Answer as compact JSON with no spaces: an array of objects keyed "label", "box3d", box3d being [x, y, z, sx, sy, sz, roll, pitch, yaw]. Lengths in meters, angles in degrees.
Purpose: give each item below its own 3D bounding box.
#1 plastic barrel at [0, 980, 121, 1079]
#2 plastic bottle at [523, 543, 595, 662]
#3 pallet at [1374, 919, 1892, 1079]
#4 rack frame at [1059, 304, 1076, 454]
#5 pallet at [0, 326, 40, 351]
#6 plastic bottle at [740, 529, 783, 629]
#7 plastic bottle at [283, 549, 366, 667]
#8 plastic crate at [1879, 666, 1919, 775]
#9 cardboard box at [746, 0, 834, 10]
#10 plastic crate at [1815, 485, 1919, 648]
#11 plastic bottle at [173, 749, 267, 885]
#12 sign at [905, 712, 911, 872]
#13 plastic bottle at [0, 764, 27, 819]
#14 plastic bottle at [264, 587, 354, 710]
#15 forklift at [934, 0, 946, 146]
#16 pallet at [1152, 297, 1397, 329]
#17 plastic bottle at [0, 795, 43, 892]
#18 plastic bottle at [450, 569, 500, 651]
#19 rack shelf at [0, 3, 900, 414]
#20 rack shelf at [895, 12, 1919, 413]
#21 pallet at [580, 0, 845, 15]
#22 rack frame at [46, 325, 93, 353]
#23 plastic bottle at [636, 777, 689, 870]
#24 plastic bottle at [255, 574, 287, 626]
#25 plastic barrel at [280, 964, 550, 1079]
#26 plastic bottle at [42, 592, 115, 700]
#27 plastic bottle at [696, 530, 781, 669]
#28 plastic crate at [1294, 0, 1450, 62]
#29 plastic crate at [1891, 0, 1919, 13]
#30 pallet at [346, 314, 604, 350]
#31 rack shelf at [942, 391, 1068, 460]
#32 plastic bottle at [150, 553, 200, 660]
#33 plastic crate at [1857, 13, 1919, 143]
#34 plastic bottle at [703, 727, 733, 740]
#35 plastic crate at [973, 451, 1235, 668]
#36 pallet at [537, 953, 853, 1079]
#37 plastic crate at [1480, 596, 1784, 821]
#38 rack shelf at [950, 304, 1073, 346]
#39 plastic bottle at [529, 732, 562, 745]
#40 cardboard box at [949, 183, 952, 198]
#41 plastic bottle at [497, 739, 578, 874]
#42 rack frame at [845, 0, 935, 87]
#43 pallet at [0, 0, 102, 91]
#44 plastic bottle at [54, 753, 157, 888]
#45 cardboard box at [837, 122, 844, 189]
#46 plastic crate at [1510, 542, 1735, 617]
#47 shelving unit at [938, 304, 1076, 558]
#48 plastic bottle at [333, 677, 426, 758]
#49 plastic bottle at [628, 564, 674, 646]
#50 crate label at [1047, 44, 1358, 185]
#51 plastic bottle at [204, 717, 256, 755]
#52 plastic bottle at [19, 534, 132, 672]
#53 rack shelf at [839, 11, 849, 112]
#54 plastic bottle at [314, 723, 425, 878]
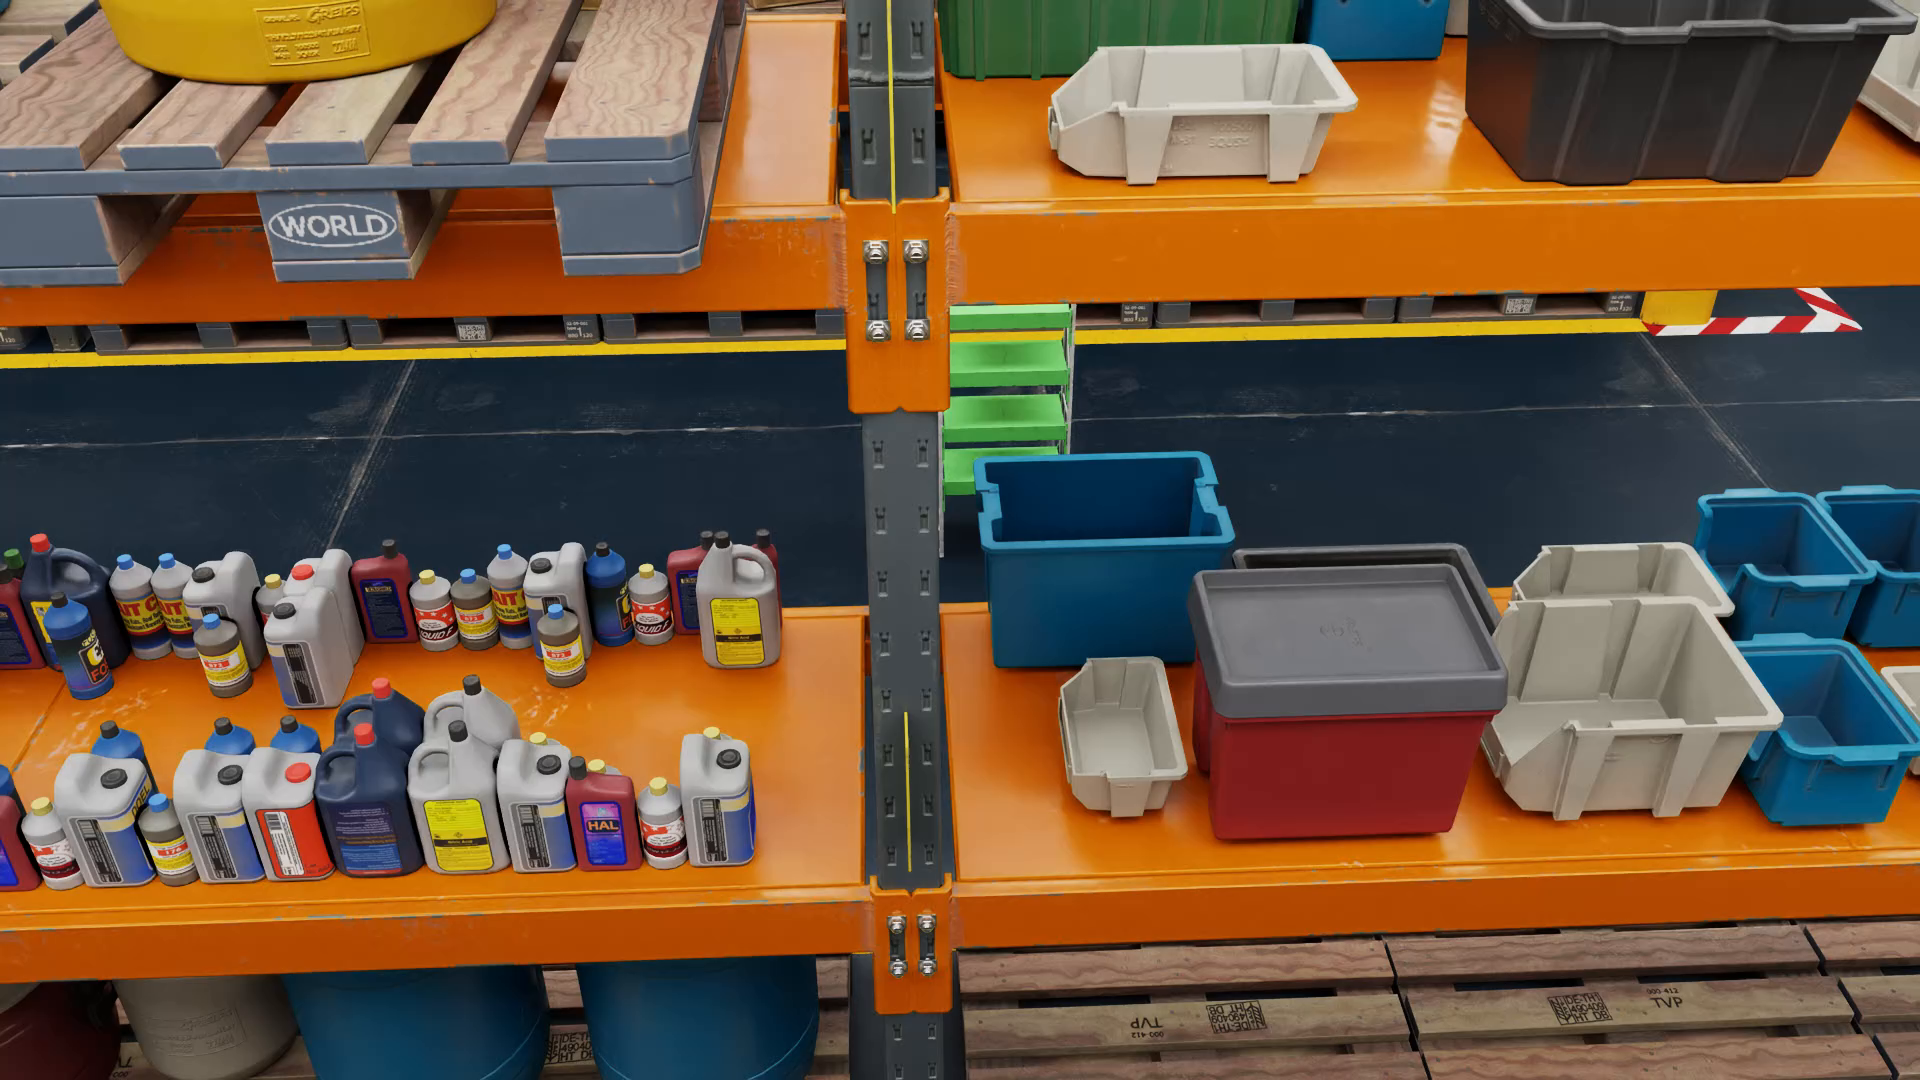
[{"label":"plastic barrel","box3d":[-2.503,1.157,4.192,0.708,0.588,0.600,-2,35,-2]},{"label":"plastic bottle","box3d":[-0.969,0.141,4.020,0.135,0.276,0.152,-2,35,-2]},{"label":"pallet","box3d":[1.831,1.354,4.608,1.213,0.211,1.003,-2,35,-2]},{"label":"rack frame","box3d":[0.409,-0.504,6.424,0.015,1.200,0.240,-2,35,-2]},{"label":"pallet","box3d":[-5.174,-1.277,8.410,1.213,0.211,1.003,-2,35,-2]},{"label":"plastic bottle","box3d":[-0.510,0.099,4.073,0.133,0.283,0.061,-2,35,-2]},{"label":"plastic bottle","box3d":[-1.529,0.156,3.998,0.135,0.276,0.152,-2,35,-2]},{"label":"plastic crate","box3d":[2.204,0.425,3.680,0.250,0.136,0.298,-2,35,-2]},{"label":"cardboard box","box3d":[-0.838,-2.860,7.790,0.500,0.500,0.700,-13,37,-18]},{"label":"plastic crate","box3d":[2.295,0.075,4.099,0.300,0.233,0.416,-2,35,-2]},{"label":"plastic bottle","box3d":[-1.505,0.557,3.419,0.135,0.276,0.152,-2,35,-2]},{"label":"sign","box3d":[-0.099,0.483,3.173,0.005,0.325,0.100,-2,35,-2]},{"label":"plastic bottle","box3d":[-1.987,0.552,3.429,0.097,0.271,0.097,0,35,0]},{"label":"plastic bottle","box3d":[-1.522,0.242,3.873,0.135,0.276,0.152,-2,35,-2]},{"label":"forklift","box3d":[0.106,-3.941,9.869,3.031,2.935,1.130,0,35,0]},{"label":"pallet","box3d":[1.553,-1.437,8.642,1.213,0.211,1.003,-2,35,-2]},{"label":"plastic bottle","box3d":[-1.966,0.592,3.361,0.133,0.283,0.061,-2,35,-2]},{"label":"plastic bottle","box3d":[-1.184,0.162,4.055,0.097,0.201,0.097,0,35,0]},{"label":"rack shelf","box3d":[-2.121,-0.600,2.977,4.000,0.370,1.077,-2,35,-2]},{"label":"rack shelf","box3d":[1.874,-0.707,3.133,4.000,0.370,1.077,-2,35,-2]},{"label":"pallet","box3d":[-1.158,-2.493,7.885,1.213,0.211,1.003,-2,35,-2]},{"label":"rack frame","box3d":[-4.350,-2.424,7.617,0.127,3.000,1.000,-2,35,-2]},{"label":"plastic bottle","box3d":[-0.616,0.579,3.452,0.097,0.201,0.097,0,35,0]},{"label":"plastic bottle","box3d":[-1.646,0.174,4.037,0.097,0.201,0.097,0,35,0]},{"label":"plastic barrel","box3d":[-1.375,0.998,4.146,0.708,0.901,0.600,-2,35,-2]},{"label":"plastic bottle","box3d":[-2.065,0.239,3.882,0.097,0.271,0.097,0,35,0]},{"label":"plastic bottle","box3d":[-0.531,0.131,3.969,0.185,0.351,0.144,-2,35,-2]},{"label":"plastic crate","box3d":[0.771,-1.086,3.195,0.300,0.233,0.416,-2,35,-2]},{"label":"plastic crate","box3d":[1.643,-1.124,3.207,0.530,0.282,0.437,-2,35,-2]},{"label":"pallet","box3d":[-2.387,-1.307,8.453,1.213,0.211,1.003,-2,35,-2]},{"label":"rack shelf","box3d":[0.165,-0.445,6.451,0.480,0.148,0.258,-2,35,-2]},{"label":"plastic bottle","box3d":[-1.878,0.152,4.008,0.097,0.271,0.097,0,35,0]},{"label":"plastic crate","box3d":[1.820,-0.752,2.797,0.530,0.136,0.437,-2,35,-2]},{"label":"plastic bottle","box3d":[-0.526,0.490,3.581,0.097,0.201,0.097,0,35,0]},{"label":"plastic crate","box3d":[0.327,0.060,3.989,0.575,0.384,0.392,-2,35,-2]},{"label":"pallet","box3d":[-0.896,1.428,4.501,1.213,0.211,1.003,-2,35,-2]},{"label":"plastic crate","box3d":[1.410,0.372,3.628,0.530,0.282,0.437,-2,35,-2]},{"label":"rack shelf","box3d":[0.165,-0.840,6.178,0.480,0.148,0.258,-2,35,-2]},{"label":"plastic bottle","box3d":[-0.891,0.500,3.567,0.097,0.201,0.097,0,35,0]},{"label":"cardboard box","box3d":[0.201,-1.861,8.614,0.500,0.500,0.500,-2,35,-2]},{"label":"plastic bottle","box3d":[-0.867,0.539,3.444,0.135,0.276,0.152,-2,35,-2]},{"label":"rack frame","box3d":[-0.124,-2.183,1.996,0.127,3.000,1.000,-2,35,-2]},{"label":"pallet","box3d":[-2.035,-0.763,2.746,1.213,0.211,1.003,-2,35,-2]},{"label":"plastic bottle","box3d":[-1.737,0.563,3.410,0.135,0.276,0.152,-2,35,-2]},{"label":"cardboard box","box3d":[-0.849,-1.810,8.540,0.500,0.500,0.500,-3,35,-4]},{"label":"plastic crate","box3d":[1.602,0.150,4.076,0.466,0.136,0.293,-2,35,-2]},{"label":"shelving unit","box3d":[0.165,-0.498,6.415,0.503,1.200,0.258,-2,35,-2]},{"label":"plastic bottle","box3d":[-1.218,0.438,3.524,0.185,0.351,0.144,-2,35,-2]},{"label":"plastic bottle","box3d":[-0.758,0.150,4.072,0.097,0.201,0.097,0,35,0]},{"label":"crate label","box3d":[0.379,-0.690,2.707,0.466,0.136,0.293,-2,35,-2]},{"label":"plastic bottle","box3d":[-1.530,0.488,3.522,0.097,0.271,0.097,0,35,0]},{"label":"plastic bottle","box3d":[-2.115,0.139,3.957,0.185,0.351,0.144,-2,35,-2]},{"label":"rack shelf","box3d":[-2.352,-2.182,7.899,4.000,0.370,1.077,-2,35,-2]},{"label":"plastic bottle","box3d":[-1.211,0.520,3.406,0.185,0.351,0.144,-2,35,-2]}]
